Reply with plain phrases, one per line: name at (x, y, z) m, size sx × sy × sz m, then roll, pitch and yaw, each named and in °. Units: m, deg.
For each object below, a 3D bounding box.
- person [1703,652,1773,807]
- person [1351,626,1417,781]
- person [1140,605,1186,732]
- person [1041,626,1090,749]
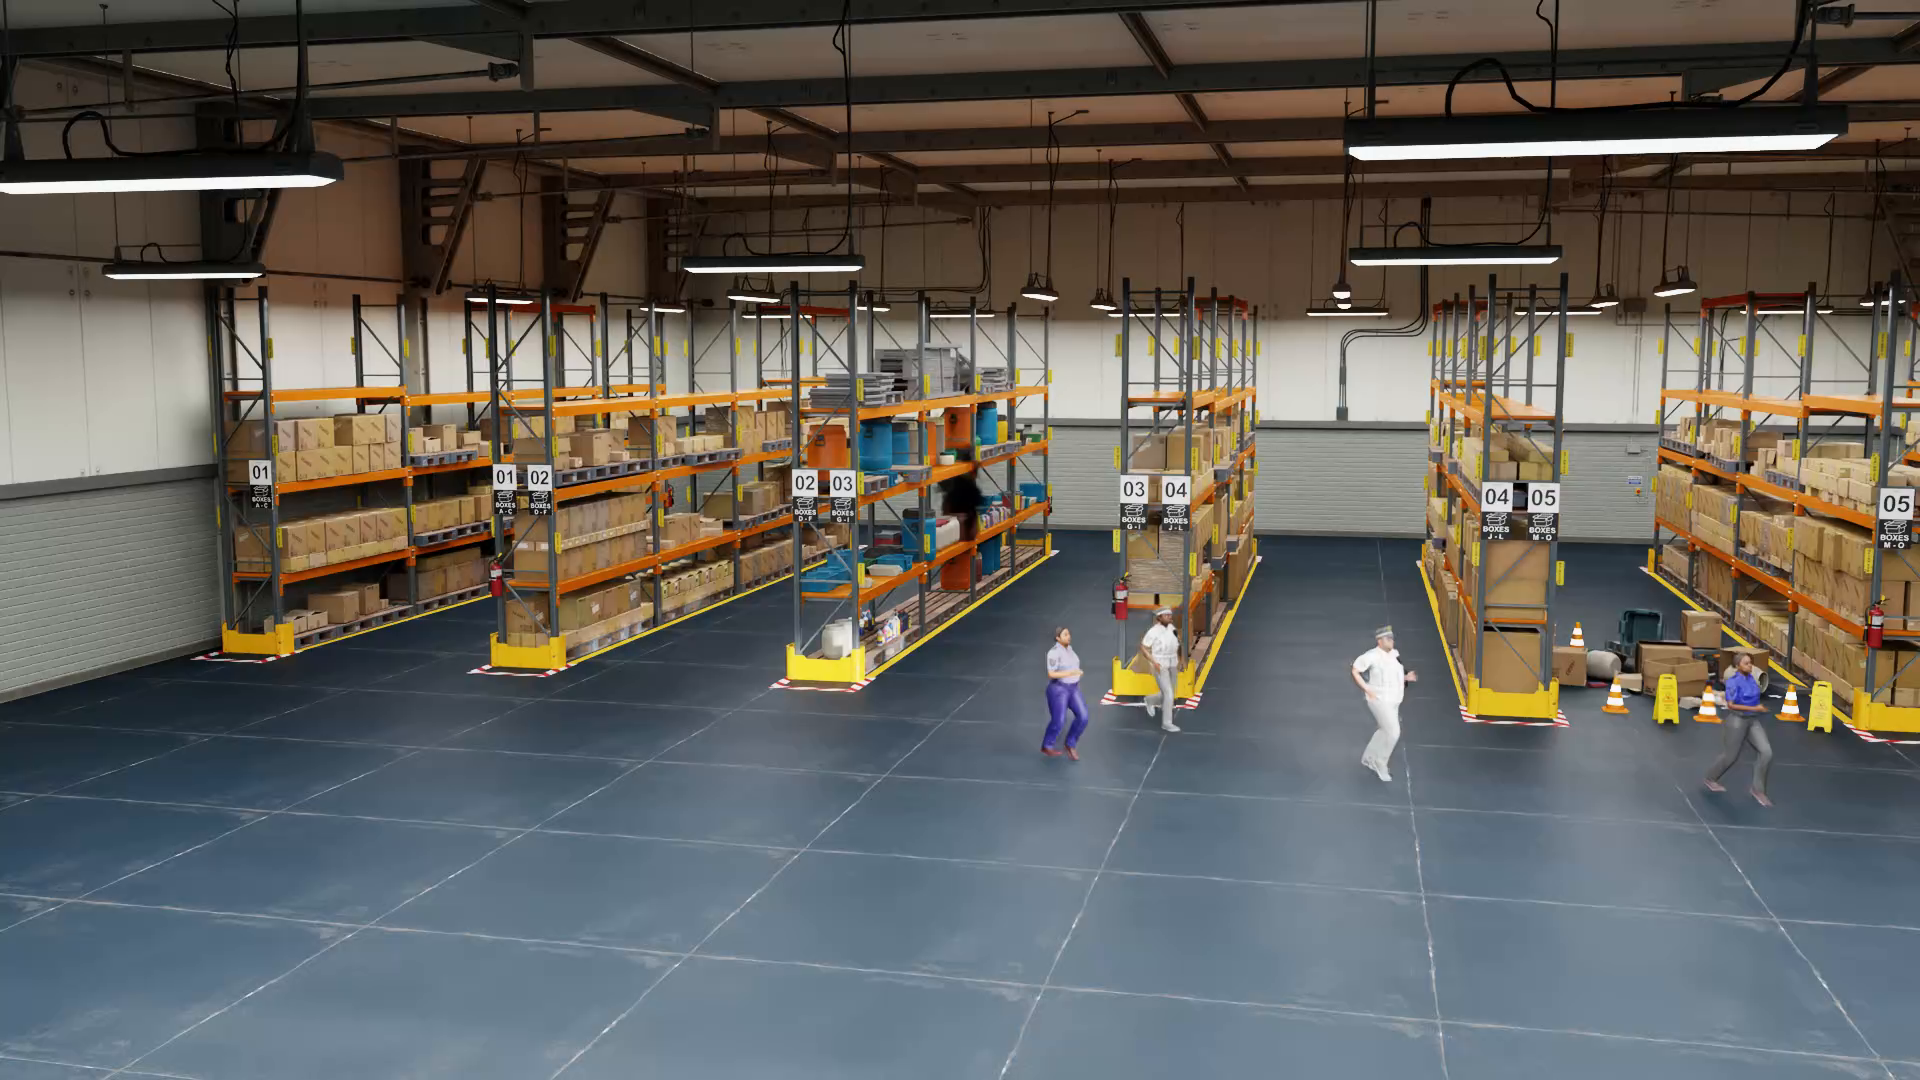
person at (8.697, 2.087, 18.493) m, size 0.582 × 1.694 × 0.779 m, roll -3°, pitch 7°, yaw -26°
person at (4.989, 1.913, 19.441) m, size 0.638 × 1.832 × 0.700 m, roll -6°, pitch 9°, yaw -42°
person at (2.649, 1.658, 21.952) m, size 0.613 × 1.656 × 0.737 m, roll -5°, pitch 8°, yaw -36°
person at (1.293, 1.817, 20.222) m, size 0.643 × 1.525 × 0.583 m, roll 6°, pitch 9°, yaw 44°
